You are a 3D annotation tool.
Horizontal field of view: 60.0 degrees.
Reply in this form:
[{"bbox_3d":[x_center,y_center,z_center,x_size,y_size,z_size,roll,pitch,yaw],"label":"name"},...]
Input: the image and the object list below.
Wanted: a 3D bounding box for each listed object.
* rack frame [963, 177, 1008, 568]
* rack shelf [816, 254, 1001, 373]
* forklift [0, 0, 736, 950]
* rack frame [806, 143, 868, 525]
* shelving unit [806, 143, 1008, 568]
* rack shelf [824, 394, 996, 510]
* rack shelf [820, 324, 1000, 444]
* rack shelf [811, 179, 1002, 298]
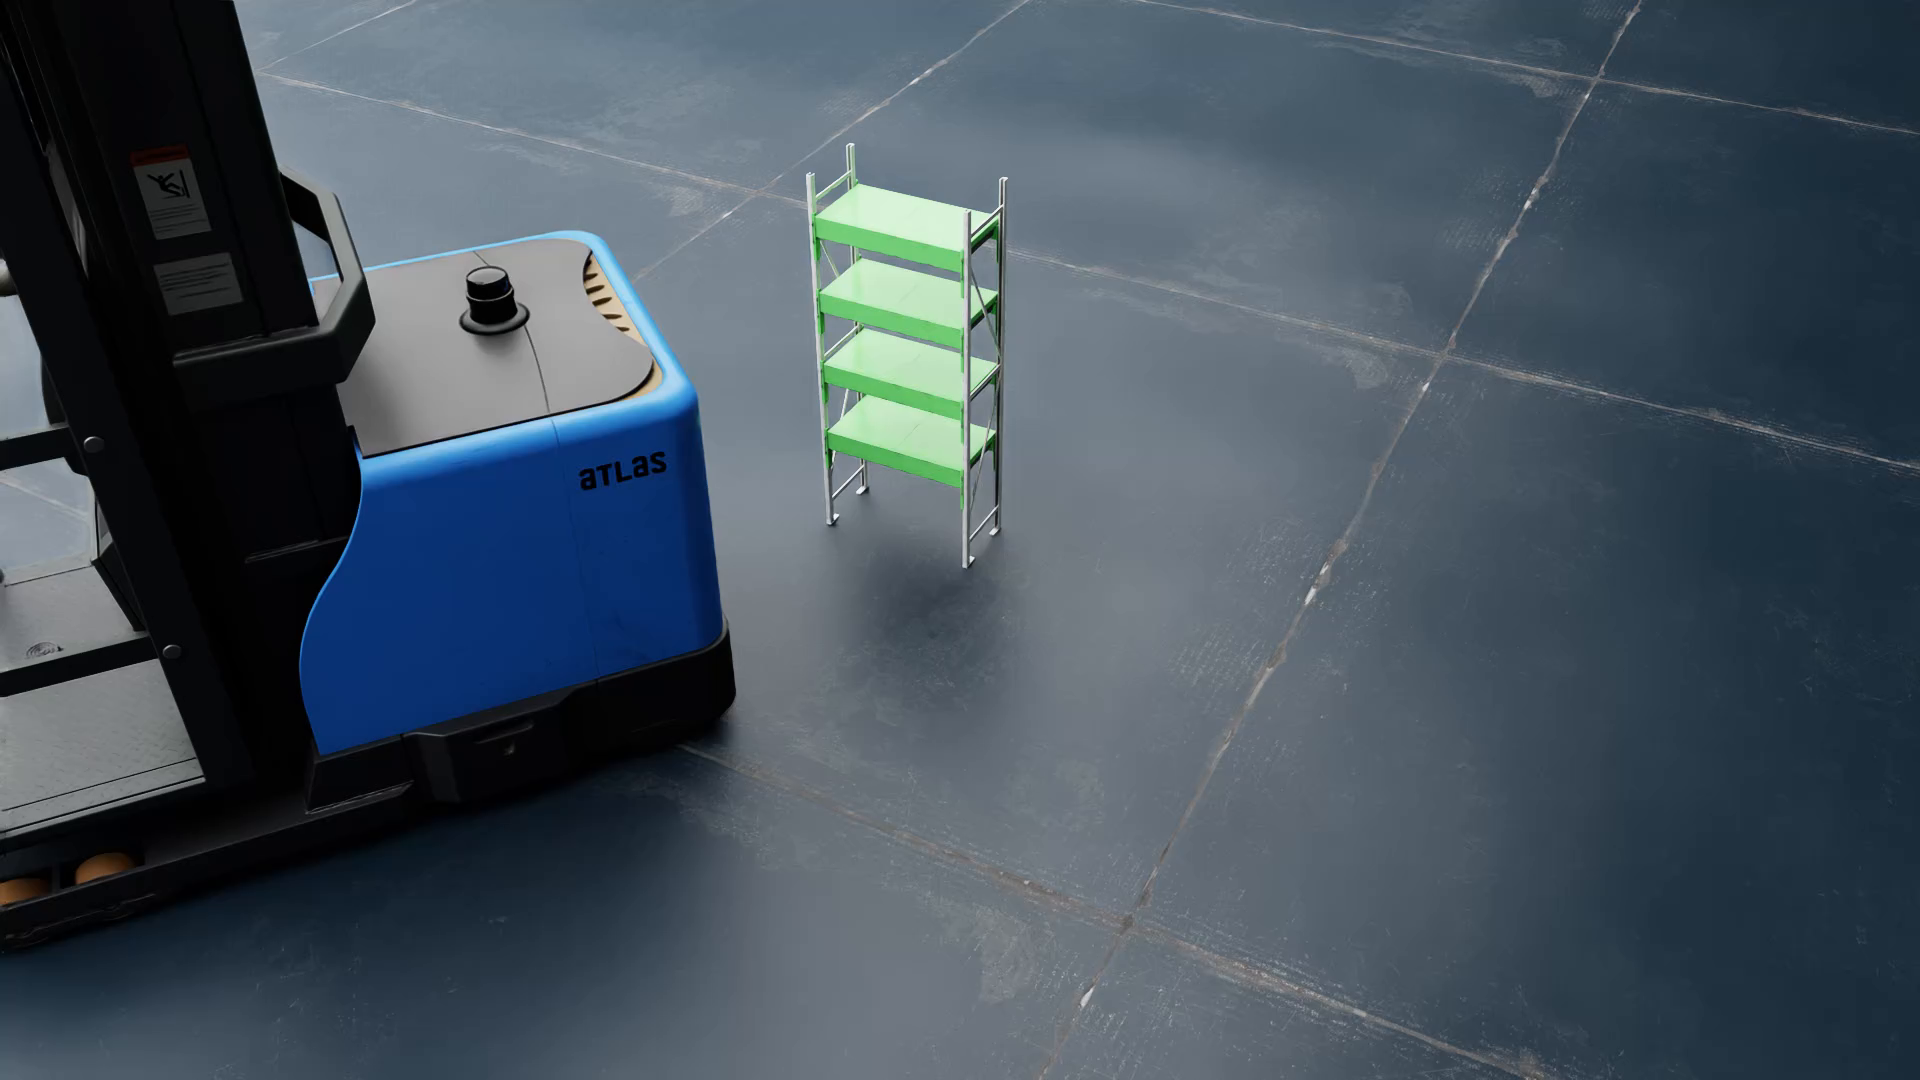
[{"bbox_3d":[0.070,-0.456,4.858,0.015,1.200,0.240,17,41,21],"label":"rack frame"},{"bbox_3d":[-0.147,-0.664,4.841,0.480,0.148,0.258,17,41,21],"label":"rack shelf"},{"bbox_3d":[-2.178,-0.562,3.567,3.031,2.935,1.130,-15,40,-19],"label":"forklift"},{"bbox_3d":[-0.364,-0.592,5.037,0.015,1.200,0.240,17,41,21],"label":"rack frame"},{"bbox_3d":[-0.147,-0.524,4.948,0.503,1.200,0.258,17,41,21],"label":"shelving unit"},{"bbox_3d":[-0.147,-0.282,5.132,0.480,0.148,0.258,17,41,21],"label":"rack shelf"},{"bbox_3d":[-0.147,-0.473,4.986,0.480,0.148,0.258,17,41,21],"label":"rack shelf"},{"bbox_3d":[-0.147,-0.855,4.696,0.480,0.148,0.258,17,41,21],"label":"rack shelf"}]
